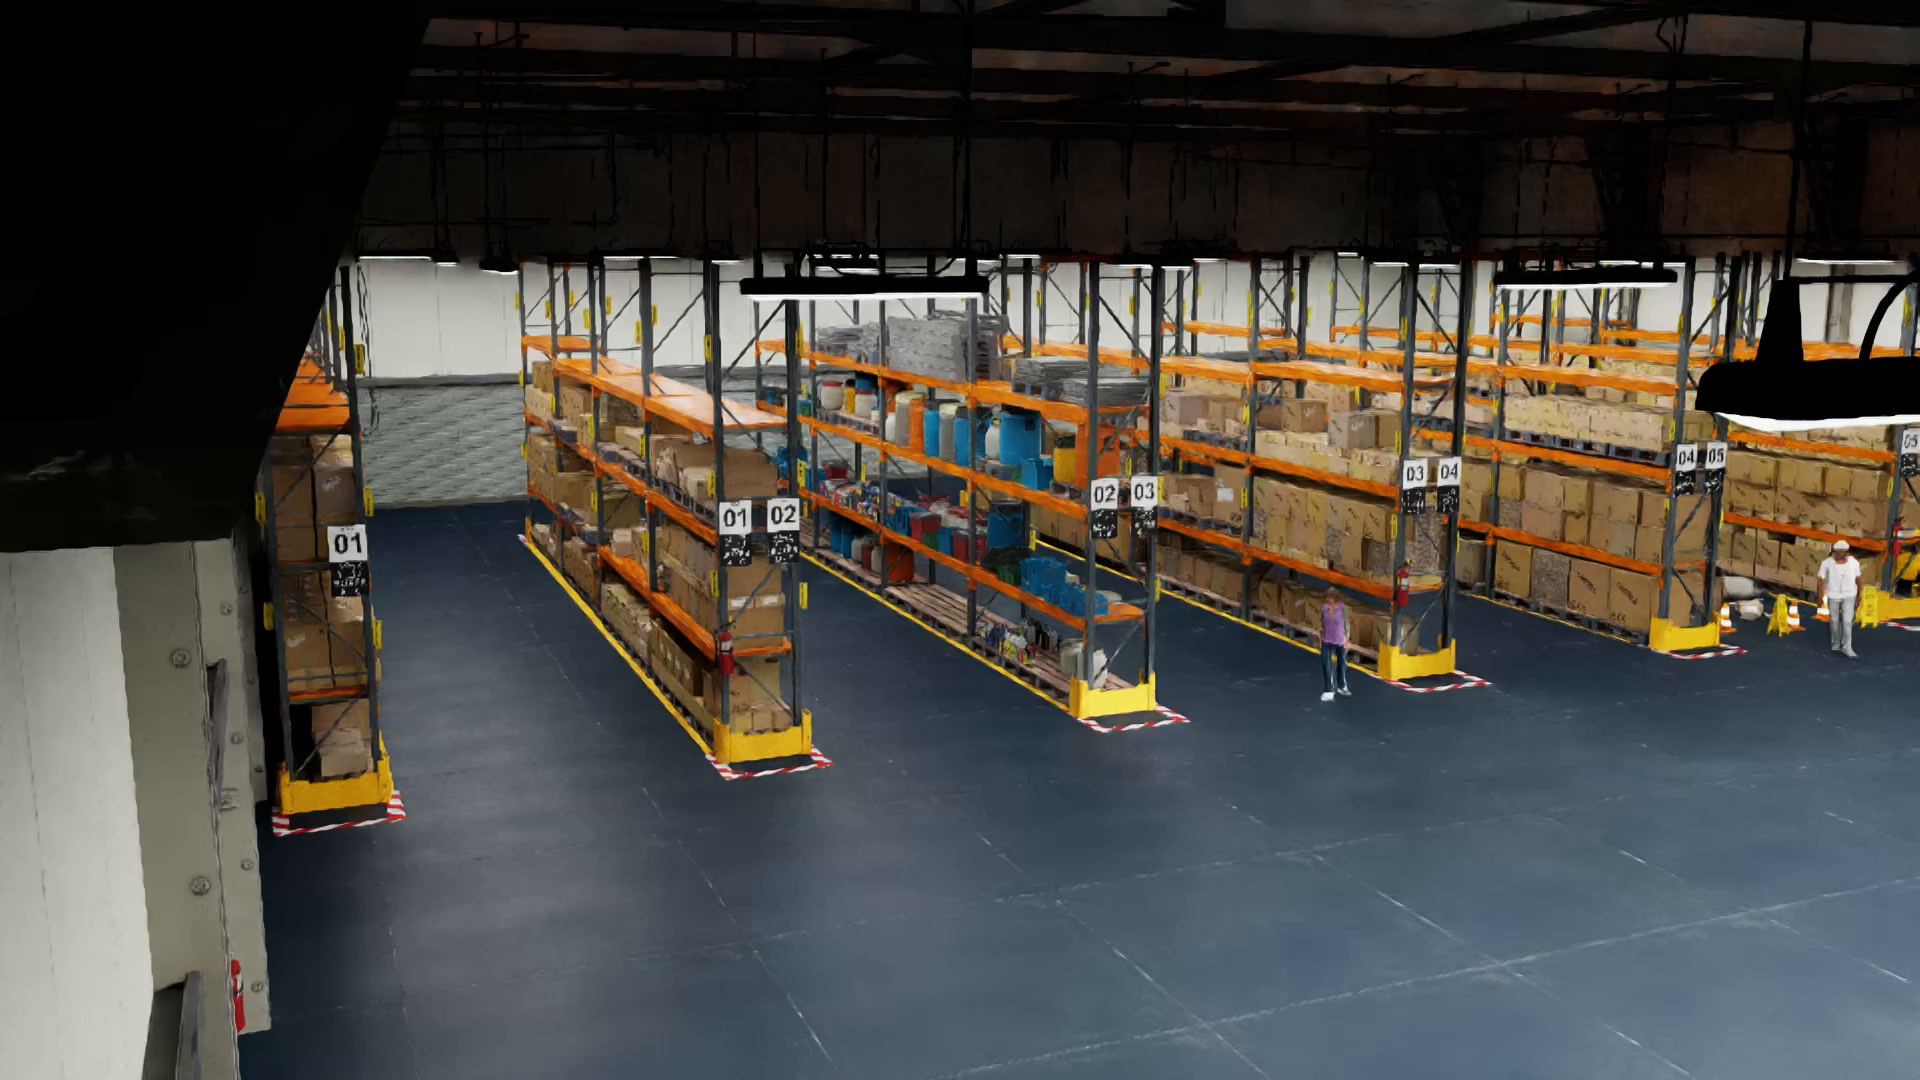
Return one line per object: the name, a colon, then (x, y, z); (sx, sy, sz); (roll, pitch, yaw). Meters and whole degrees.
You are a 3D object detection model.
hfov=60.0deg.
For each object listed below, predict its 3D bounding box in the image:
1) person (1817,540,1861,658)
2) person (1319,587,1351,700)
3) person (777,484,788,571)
person: (13.476, 0.865, 25.470); (0.646, 1.785, 0.529); (6, 12, 29)
person: (5.191, 1.390, 23.010); (0.443, 1.562, 0.493); (5, 12, 27)
person: (-3.499, -0.249, 31.695); (0.455, 1.677, 0.525); (1, 10, 7)
